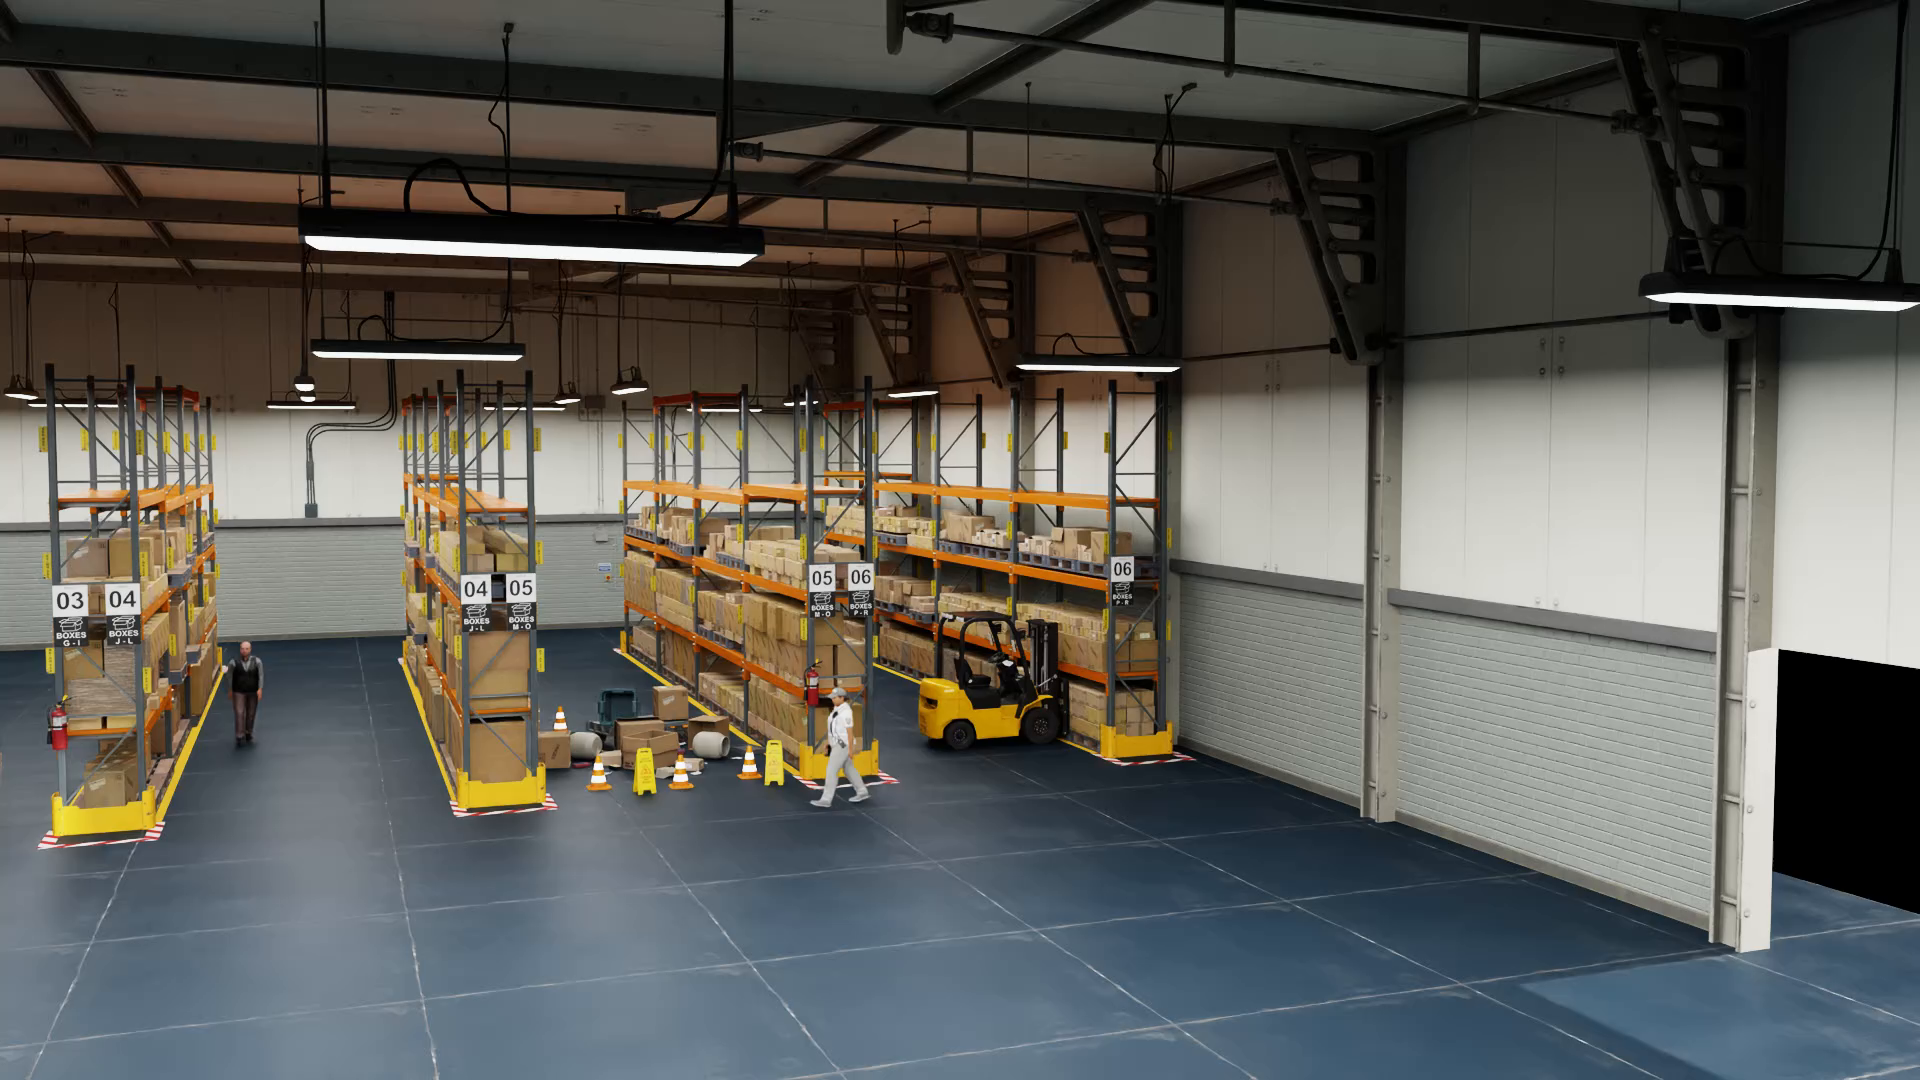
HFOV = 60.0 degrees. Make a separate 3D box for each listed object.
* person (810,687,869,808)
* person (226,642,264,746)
[{"bbox_3d":[-1.662,2.845,22.956,0.855,1.635,0.510,-1,3,-10],"label":"person"},{"bbox_3d":[-11.825,2.528,27.569,0.552,1.672,0.979,-2,4,-35],"label":"person"}]
